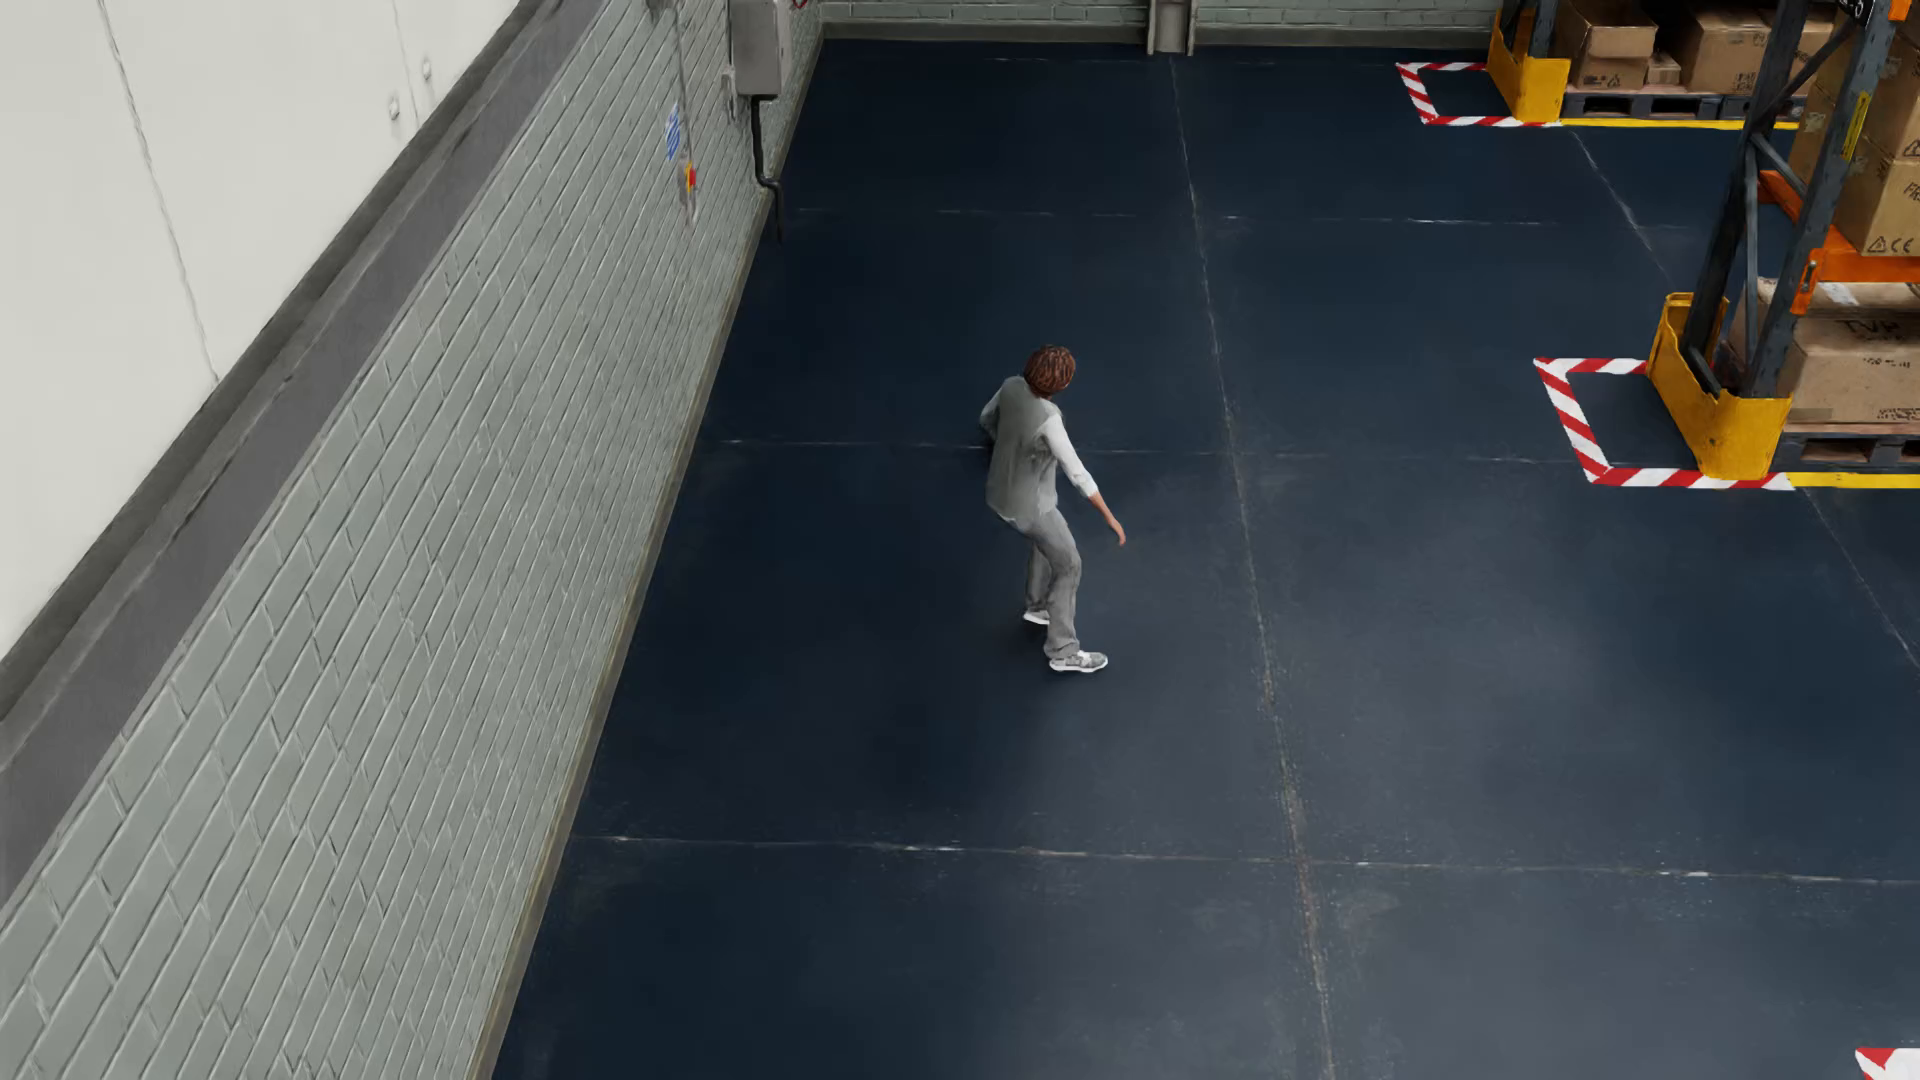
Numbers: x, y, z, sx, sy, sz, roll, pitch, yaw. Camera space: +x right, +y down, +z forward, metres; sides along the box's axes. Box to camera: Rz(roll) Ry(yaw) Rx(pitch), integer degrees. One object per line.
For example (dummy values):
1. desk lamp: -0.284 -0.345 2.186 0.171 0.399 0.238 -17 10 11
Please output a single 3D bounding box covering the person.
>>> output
1. person: 0.390 -0.144 7.420 0.457 1.533 0.795 -24 42 -29
